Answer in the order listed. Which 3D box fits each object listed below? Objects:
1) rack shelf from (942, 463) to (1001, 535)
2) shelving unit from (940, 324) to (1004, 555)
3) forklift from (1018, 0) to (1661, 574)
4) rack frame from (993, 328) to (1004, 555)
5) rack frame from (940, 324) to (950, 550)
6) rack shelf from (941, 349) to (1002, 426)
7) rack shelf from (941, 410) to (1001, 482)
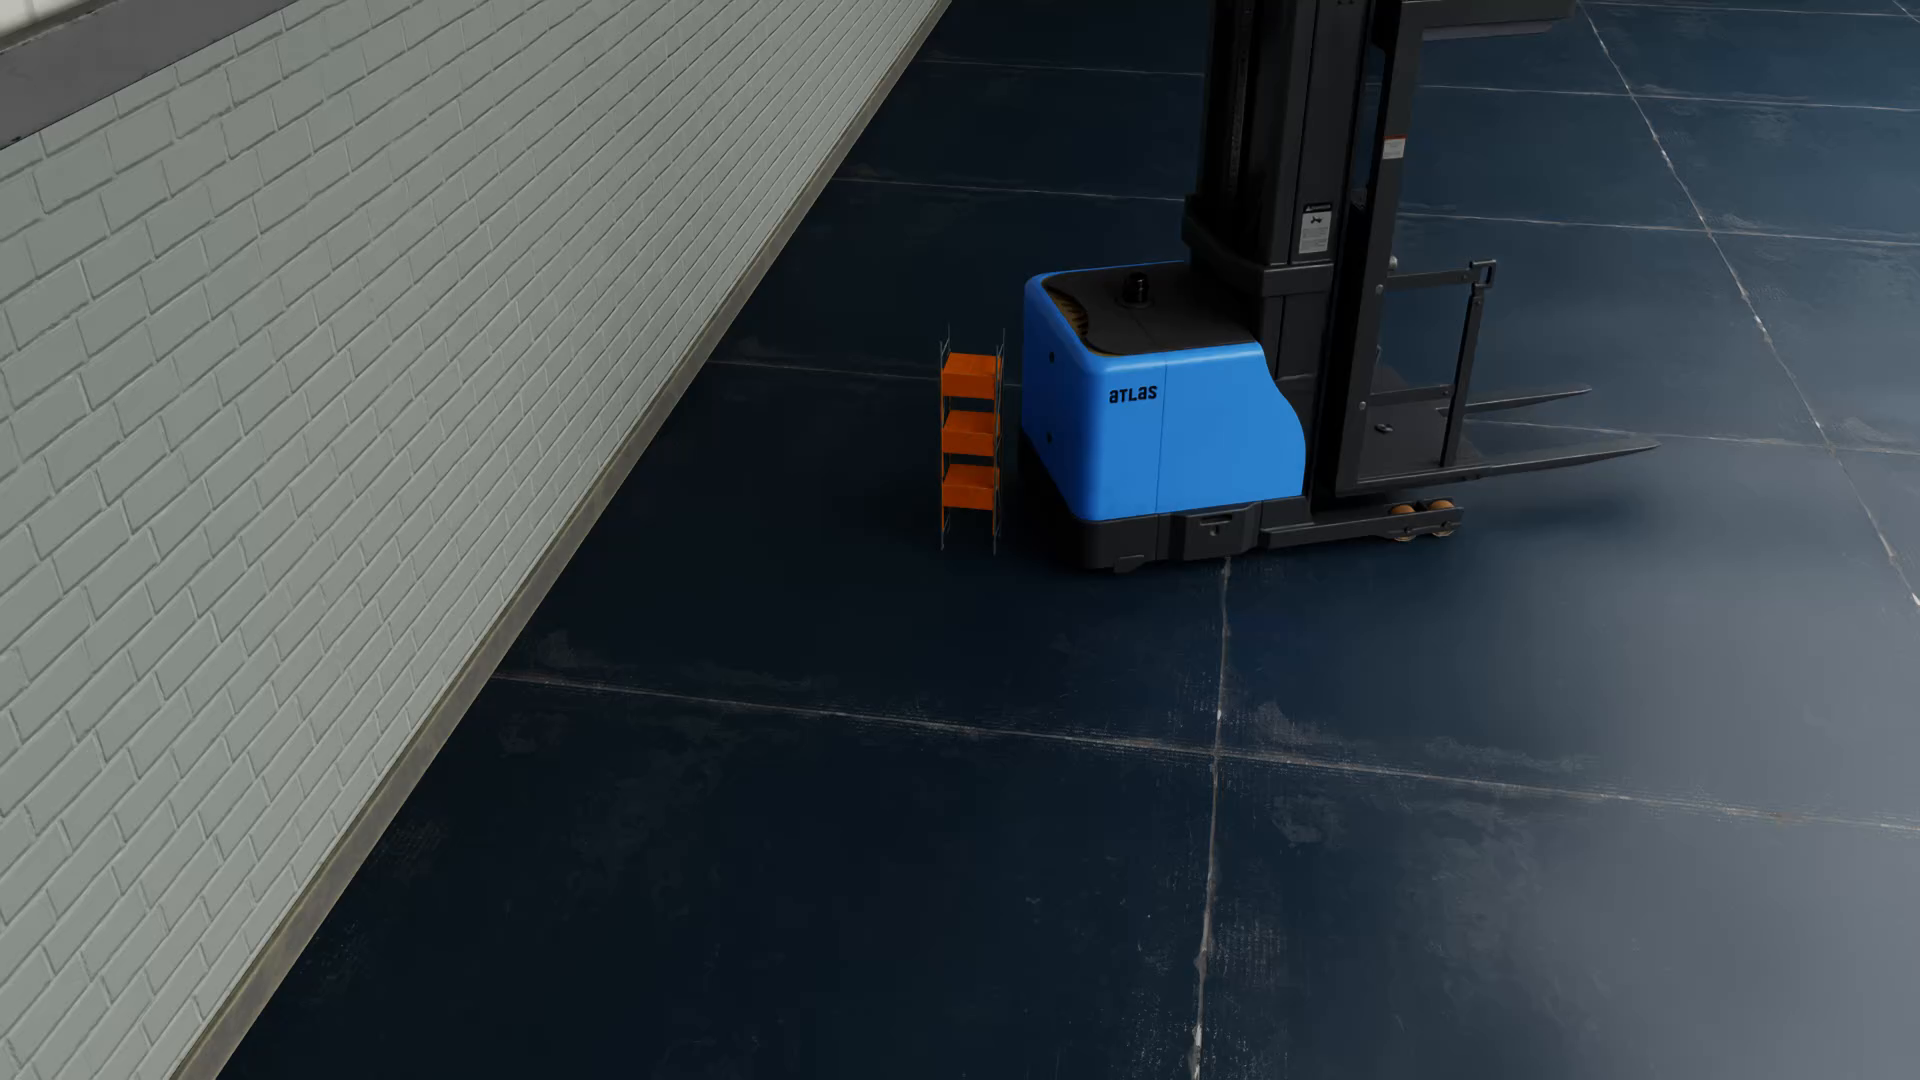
[{"bbox_3d":[0.053,-0.196,7.617,0.240,0.259,0.215,5,32,8],"label":"rack shelf"},{"bbox_3d":[0.053,-0.440,7.464,0.252,1.050,0.215,5,32,8],"label":"shelving unit"},{"bbox_3d":[1.857,-1.499,7.383,3.031,2.935,1.130,-7,33,-12],"label":"forklift"},{"bbox_3d":[0.173,-0.429,7.446,0.008,1.050,0.200,5,32,8],"label":"rack frame"},{"bbox_3d":[-0.068,-0.451,7.481,0.008,1.050,0.200,5,32,8],"label":"rack frame"},{"bbox_3d":[0.053,-0.672,7.319,0.240,0.259,0.215,5,32,8],"label":"rack shelf"},{"bbox_3d":[0.053,-0.431,7.469,0.240,0.259,0.215,5,32,8],"label":"rack shelf"}]
